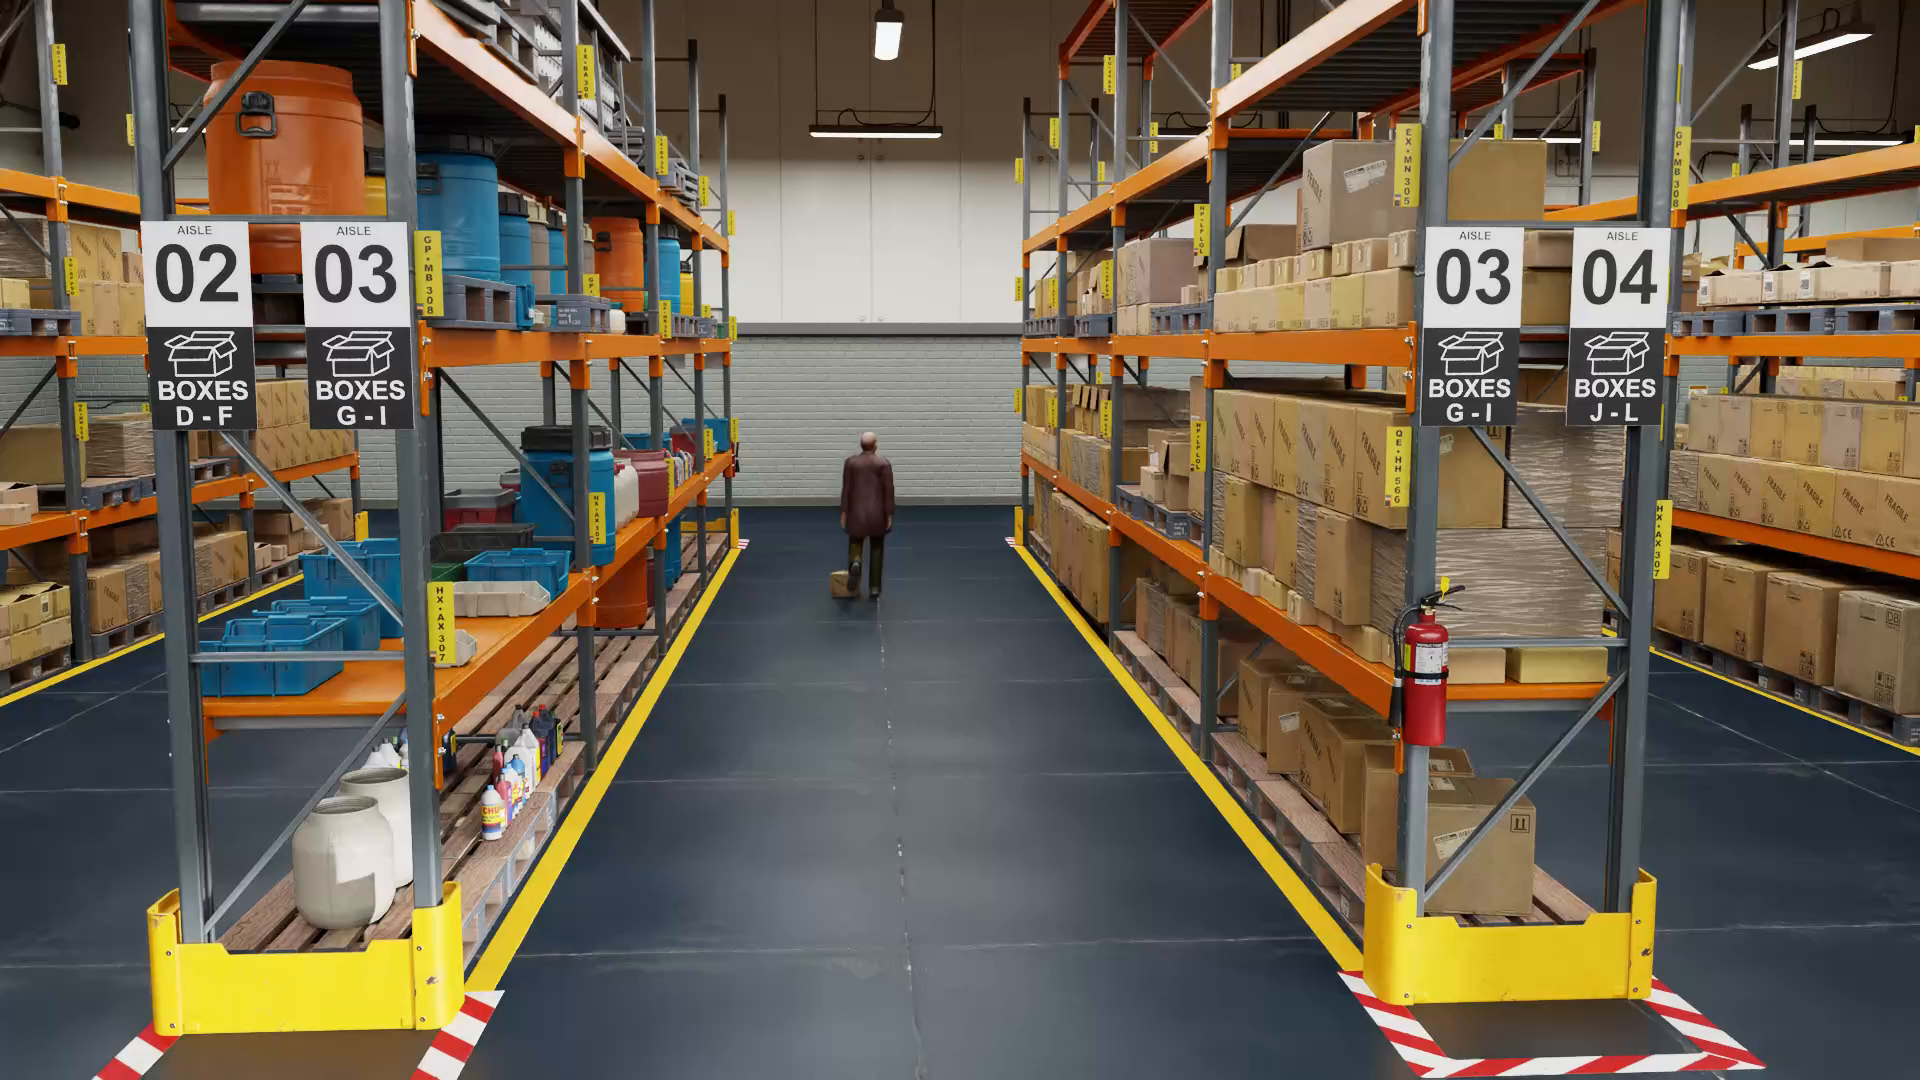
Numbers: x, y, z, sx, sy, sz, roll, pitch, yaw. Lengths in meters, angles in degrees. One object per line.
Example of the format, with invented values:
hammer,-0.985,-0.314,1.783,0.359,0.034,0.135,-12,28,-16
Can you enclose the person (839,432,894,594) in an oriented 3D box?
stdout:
person,-1.017,-0.281,18.006,0.610,1.762,0.689,1,7,5
